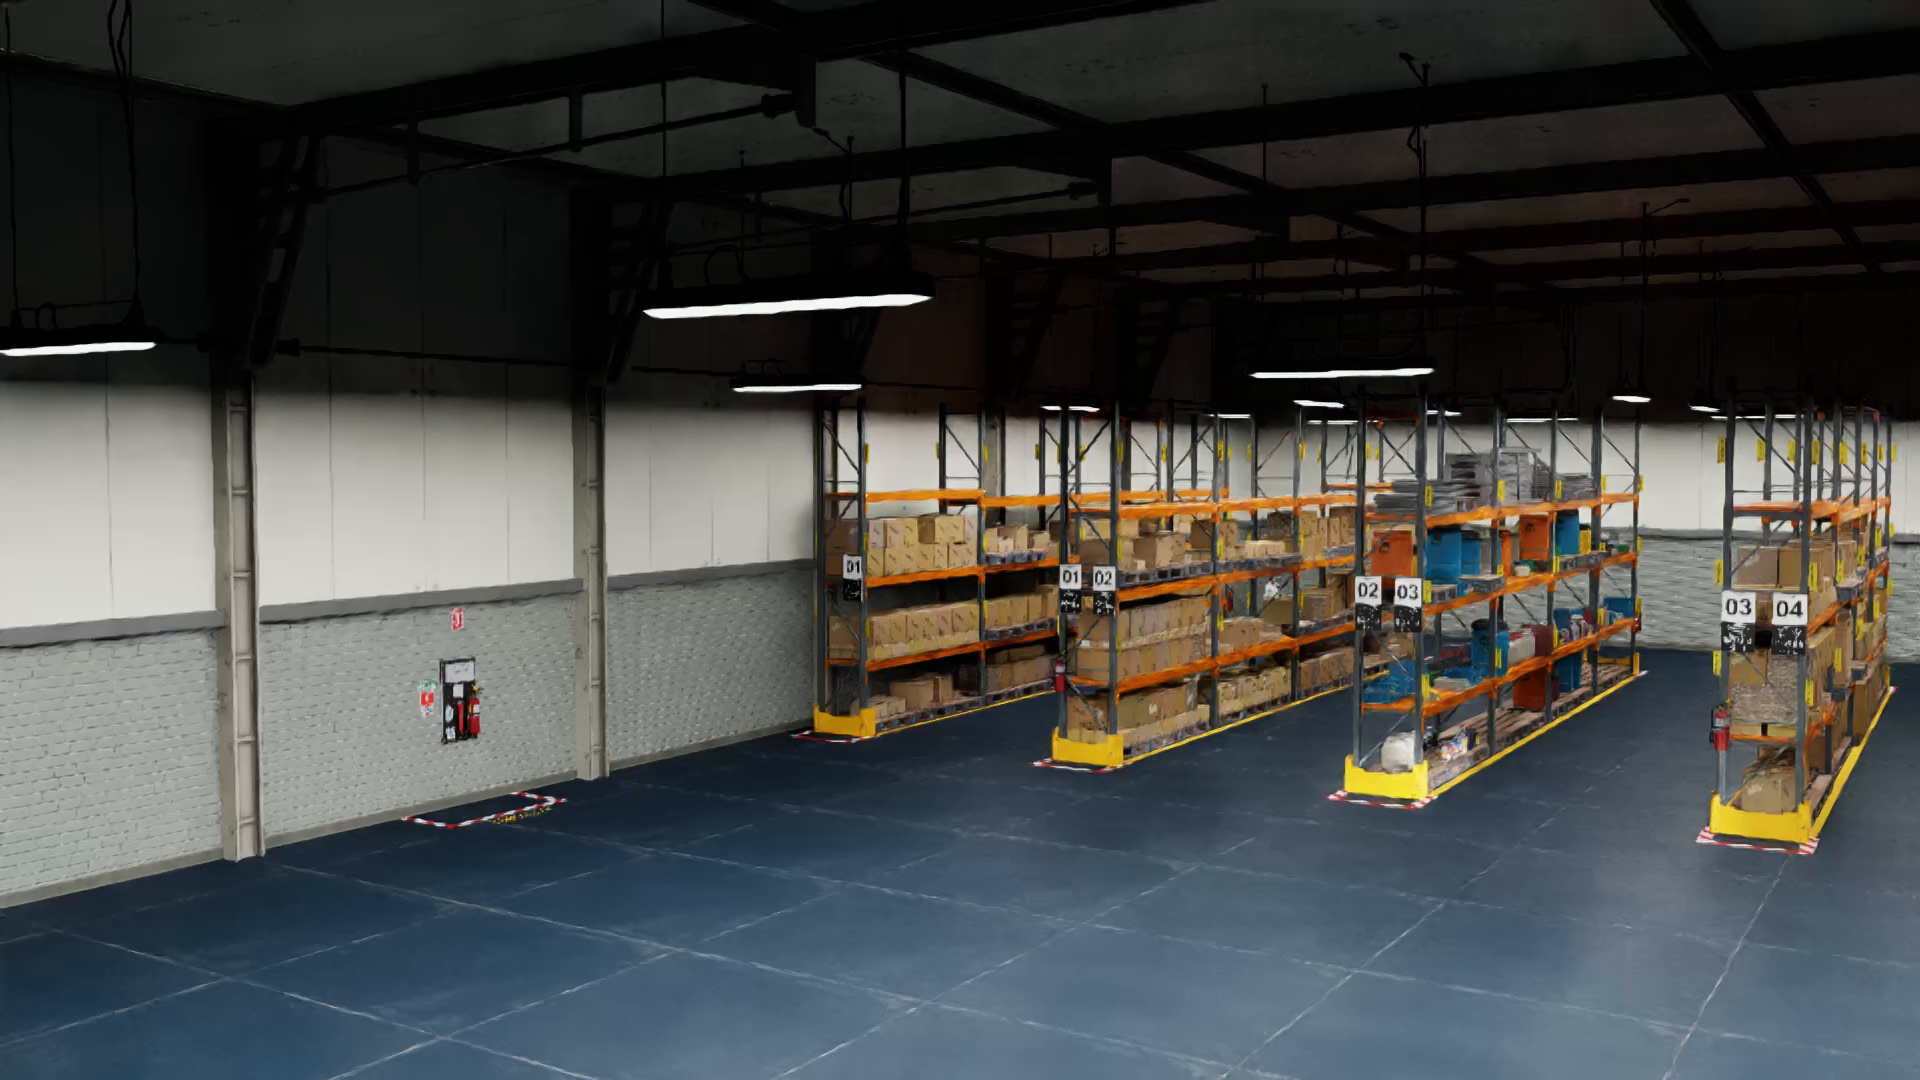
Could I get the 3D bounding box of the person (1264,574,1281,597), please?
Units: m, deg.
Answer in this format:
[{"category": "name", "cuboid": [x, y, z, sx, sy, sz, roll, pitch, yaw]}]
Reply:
[{"category": "person", "cuboid": [8.685, 1.743, 45.986, 0.685, 1.672, 0.553, -1, 3, -19]}]
